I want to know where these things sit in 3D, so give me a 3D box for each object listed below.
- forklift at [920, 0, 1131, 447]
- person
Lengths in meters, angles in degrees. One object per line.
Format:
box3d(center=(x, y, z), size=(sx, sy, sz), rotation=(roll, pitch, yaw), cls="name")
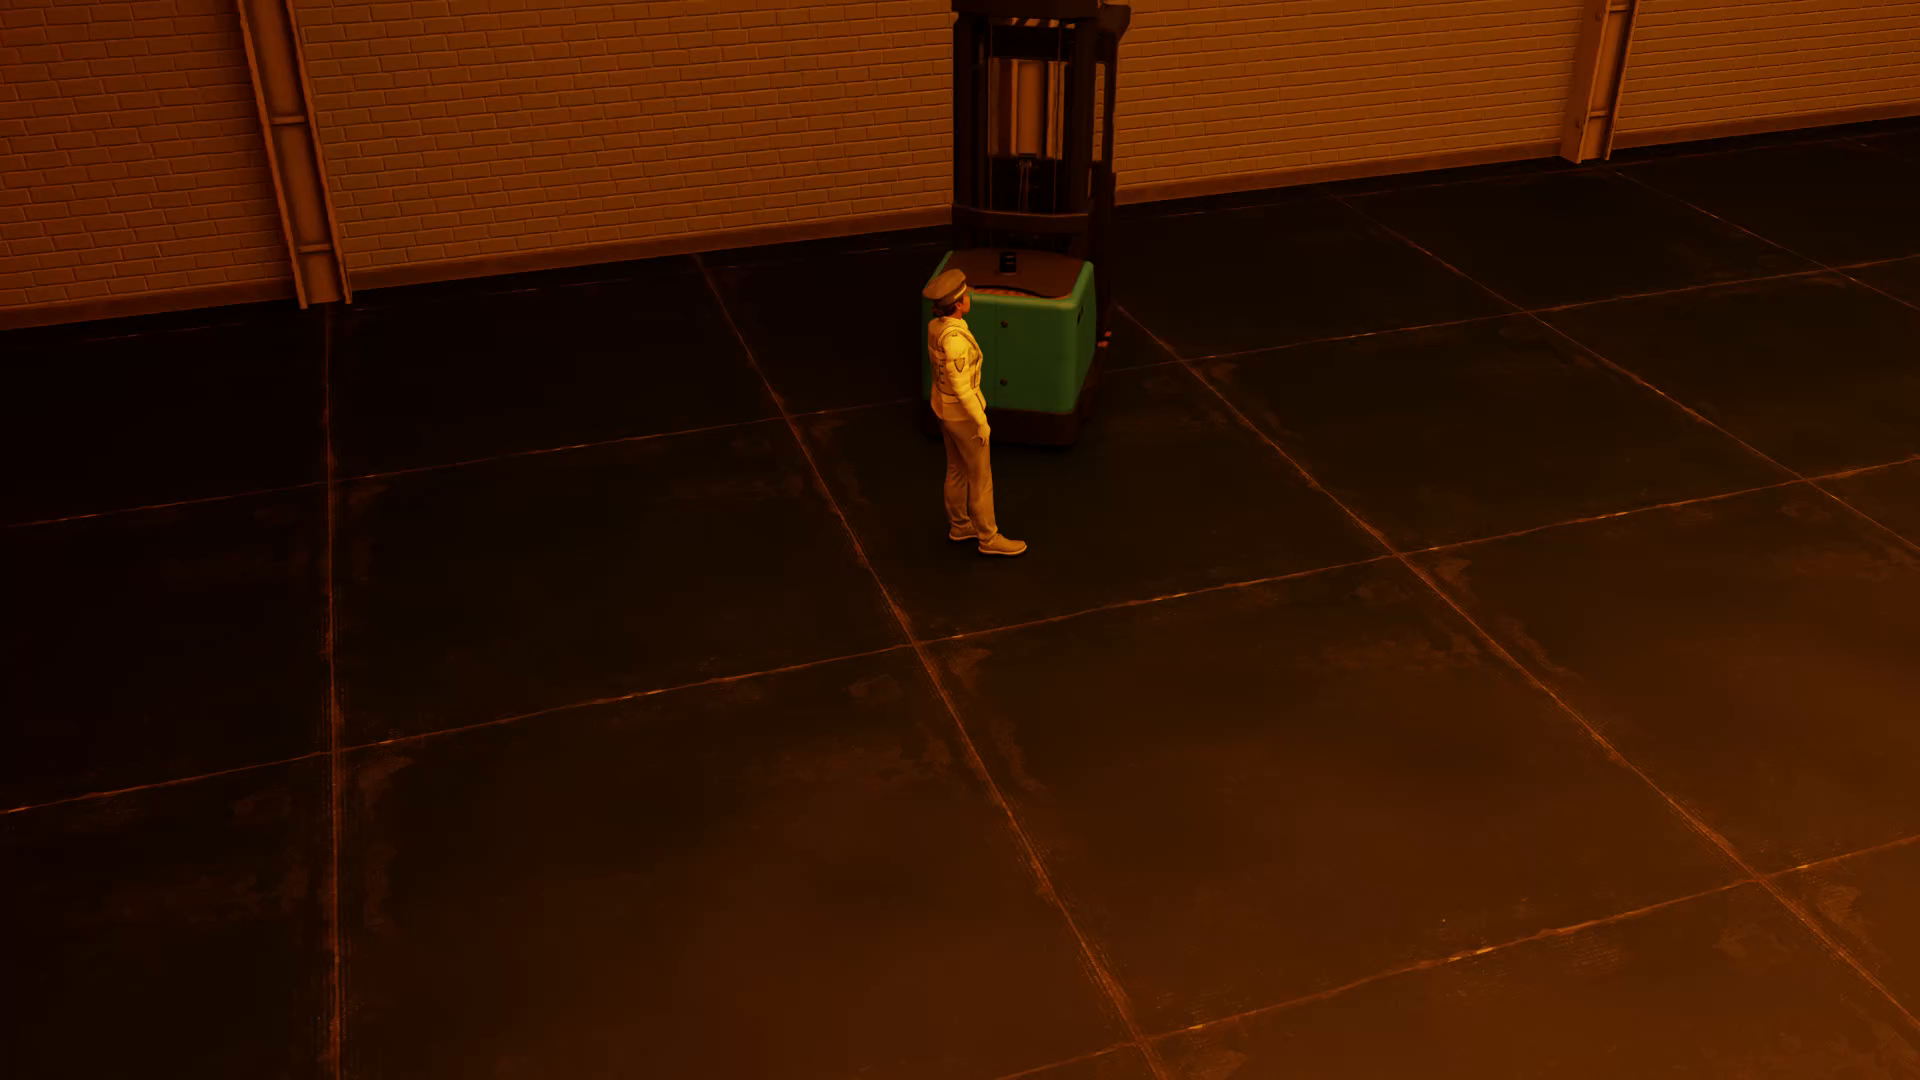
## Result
box3d(center=(0.548, -2.605, 11.615), size=(1.130, 2.935, 3.031), rotation=(6, 30, 11), cls="forklift")
box3d(center=(0.068, -0.748, 9.613), size=(0.529, 1.694, 0.587), rotation=(-10, 31, -16), cls="person")
